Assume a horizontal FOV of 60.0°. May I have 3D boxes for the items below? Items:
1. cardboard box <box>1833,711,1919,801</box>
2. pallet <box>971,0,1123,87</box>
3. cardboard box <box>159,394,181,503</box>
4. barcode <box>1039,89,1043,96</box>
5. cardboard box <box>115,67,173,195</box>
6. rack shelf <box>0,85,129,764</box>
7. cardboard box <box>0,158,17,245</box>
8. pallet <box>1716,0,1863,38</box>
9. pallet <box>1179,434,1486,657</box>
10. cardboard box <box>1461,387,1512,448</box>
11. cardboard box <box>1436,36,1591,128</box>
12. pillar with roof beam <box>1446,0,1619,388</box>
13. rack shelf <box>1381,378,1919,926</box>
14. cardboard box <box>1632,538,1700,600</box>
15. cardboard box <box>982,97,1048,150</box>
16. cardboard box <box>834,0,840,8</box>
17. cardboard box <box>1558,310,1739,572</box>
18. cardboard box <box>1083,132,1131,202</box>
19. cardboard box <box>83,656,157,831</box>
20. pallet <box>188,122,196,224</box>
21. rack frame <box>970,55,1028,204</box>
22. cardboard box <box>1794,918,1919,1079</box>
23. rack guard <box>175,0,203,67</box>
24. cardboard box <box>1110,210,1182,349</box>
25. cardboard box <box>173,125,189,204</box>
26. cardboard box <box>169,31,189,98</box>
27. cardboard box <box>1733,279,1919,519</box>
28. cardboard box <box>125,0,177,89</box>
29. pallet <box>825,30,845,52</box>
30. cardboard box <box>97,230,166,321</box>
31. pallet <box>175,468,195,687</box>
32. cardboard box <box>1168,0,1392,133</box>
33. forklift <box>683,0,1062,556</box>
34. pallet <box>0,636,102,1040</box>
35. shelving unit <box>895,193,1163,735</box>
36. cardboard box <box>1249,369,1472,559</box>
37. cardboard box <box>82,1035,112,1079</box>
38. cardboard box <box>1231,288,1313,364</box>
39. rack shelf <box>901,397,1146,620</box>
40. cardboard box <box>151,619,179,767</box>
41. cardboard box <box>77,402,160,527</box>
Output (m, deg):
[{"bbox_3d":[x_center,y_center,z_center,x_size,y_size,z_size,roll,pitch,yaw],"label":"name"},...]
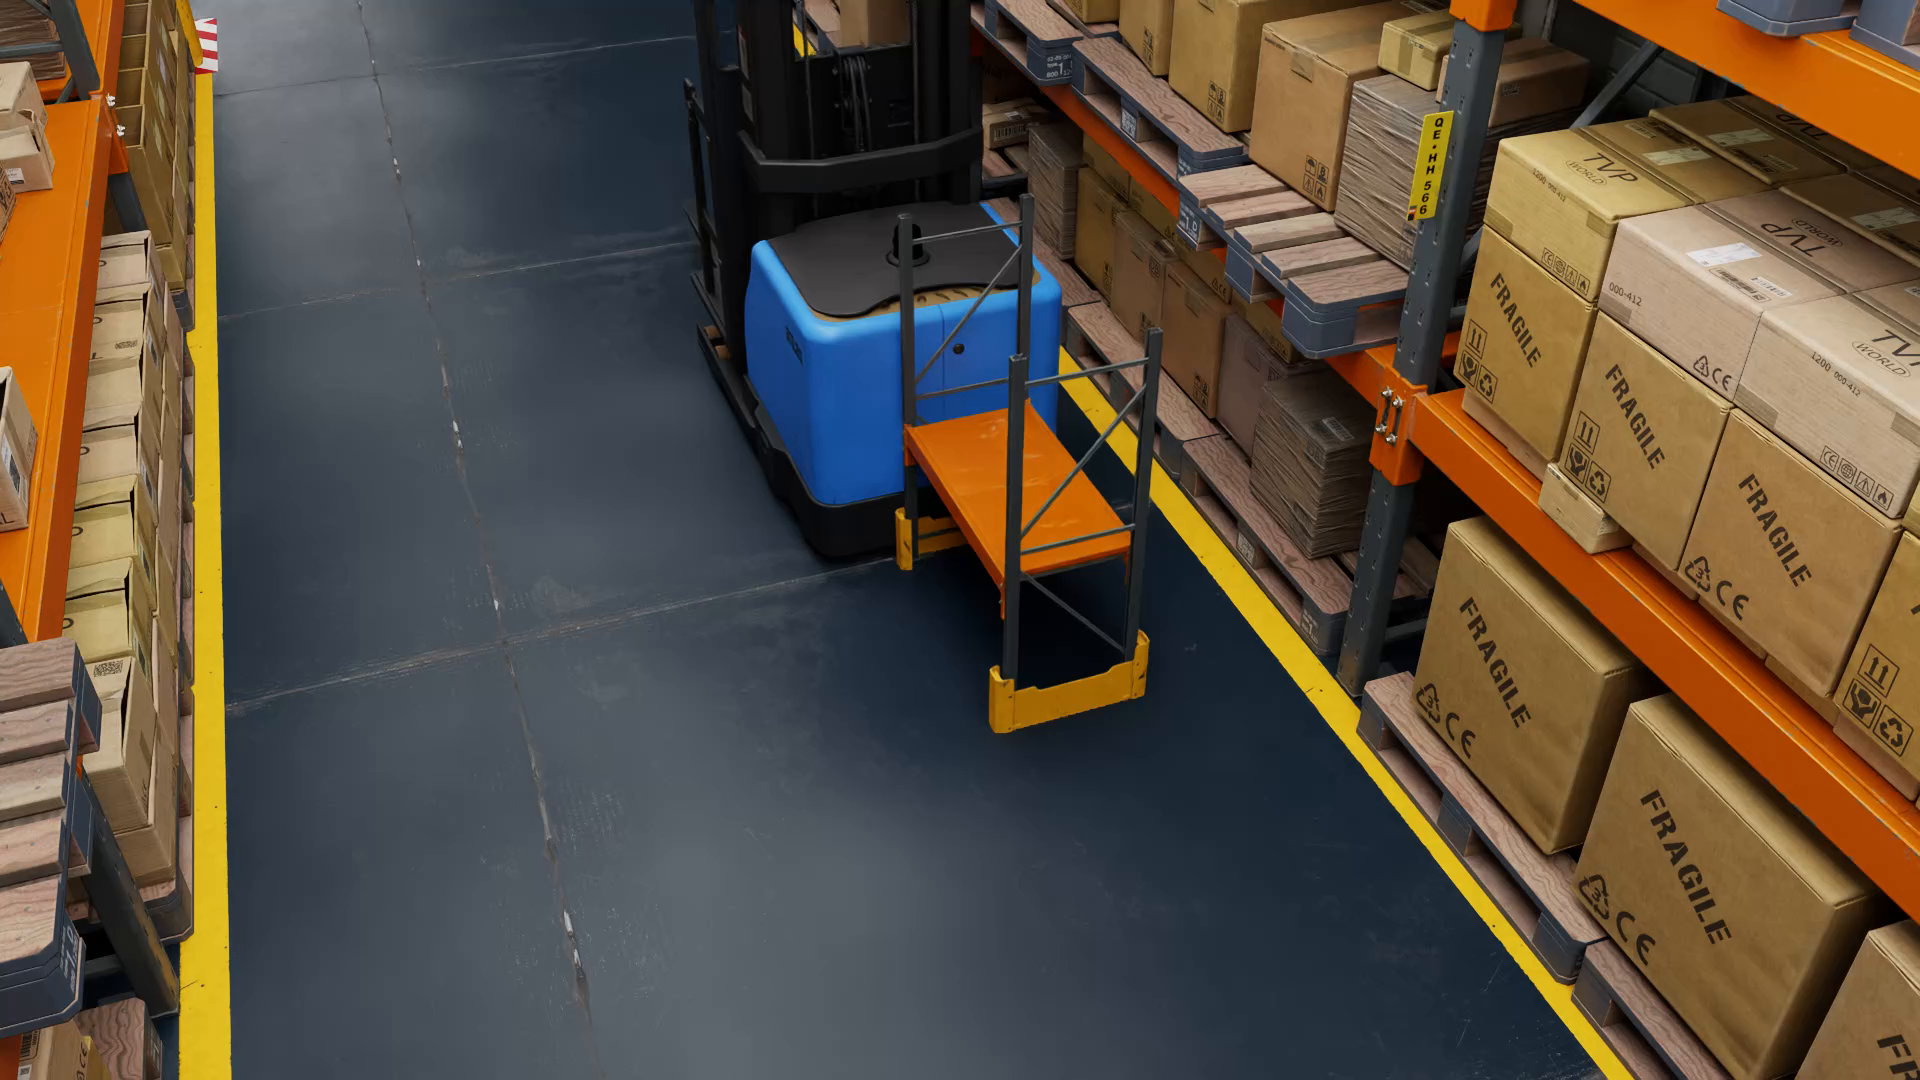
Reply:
[{"bbox_3d":[2.295,0.430,3.878,0.380,0.149,0.250,-12,39,-16],"label":"cardboard box"},{"bbox_3d":[0.611,-2.482,7.711,1.003,0.211,1.213,-12,39,-16],"label":"pallet"},{"bbox_3d":[-3.402,-0.313,6.608,0.500,0.250,0.500,-12,39,-15],"label":"cardboard box"},{"bbox_3d":[0.474,-2.628,9.690,0.001,0.075,0.075,-12,39,-16],"label":"barcode"},{"bbox_3d":[-4.210,-1.969,8.184,0.500,0.500,0.500,-12,39,-16],"label":"cardboard box"},{"bbox_3d":[-3.477,-0.575,5.618,1.077,0.370,4.000,-12,39,-16],"label":"rack shelf"},{"bbox_3d":[-3.735,-1.297,5.896,0.500,0.500,0.500,-10,38,-13],"label":"cardboard box"},{"bbox_3d":[2.132,-1.530,3.953,1.213,0.211,1.003,-11,38,-14],"label":"pallet"},{"bbox_3d":[1.594,-0.088,6.692,1.003,0.211,1.213,-12,39,-16],"label":"pallet"},{"bbox_3d":[1.757,-0.434,5.025,0.380,0.149,0.250,-13,39,-17],"label":"cardboard box"},{"bbox_3d":[1.714,-1.424,5.159,0.380,0.149,0.250,-18,40,-22],"label":"cardboard box"},{"bbox_3d":[-1.816,-3.179,3.491,9.100,9.000,0.400,-12,39,-16],"label":"pillar with roof beam"},{"bbox_3d":[2.549,0.657,3.983,1.077,0.370,4.000,-12,39,-16],"label":"rack shelf"},{"bbox_3d":[2.050,-0.006,4.457,0.380,0.149,0.250,-13,39,-16],"label":"cardboard box"},{"bbox_3d":[0.272,-2.360,9.379,0.380,0.166,0.250,-18,40,-22],"label":"cardboard box"},{"bbox_3d":[-0.542,-3.650,10.972,0.500,0.311,0.500,-9,38,-12],"label":"cardboard box"},{"bbox_3d":[1.959,-0.302,4.311,0.500,0.500,0.500,-11,38,-14],"label":"cardboard box"},{"bbox_3d":[0.908,-1.836,7.784,0.500,0.250,0.500,-13,39,-17],"label":"cardboard box"},{"bbox_3d":[-2.693,0.617,4.908,0.500,0.311,0.500,-11,38,-14],"label":"cardboard box"},{"bbox_3d":[-4.823,-2.027,9.265,1.003,0.211,1.213,-12,39,-16],"label":"pallet"},{"bbox_3d":[0.485,-3.020,8.266,1.000,3.000,0.127,-12,39,-16],"label":"rack frame"},{"bbox_3d":[2.583,1.348,3.905,0.750,0.750,0.750,-11,38,-15],"label":"cardboard box"},{"bbox_3d":[-5.550,-3.267,10.672,1.175,0.500,0.348,-12,39,-16],"label":"rack guard"},{"bbox_3d":[1.116,-1.207,7.571,0.700,0.500,0.500,-12,39,-15],"label":"cardboard box"},{"bbox_3d":[-4.375,-1.954,8.787,0.500,0.250,0.500,-12,39,-16],"label":"cardboard box"},{"bbox_3d":[-4.896,-2.800,9.910,0.500,0.250,0.500,-12,39,-16],"label":"cardboard box"},{"bbox_3d":[2.137,-0.332,3.727,0.500,0.250,0.500,-12,39,-16],"label":"cardboard box"},{"bbox_3d":[-4.720,-2.818,9.311,0.500,0.500,0.500,-12,39,-16],"label":"cardboard box"},{"bbox_3d":[-0.203,-2.969,10.516,1.003,0.211,1.213,-12,39,-16],"label":"pallet"},{"bbox_3d":[-3.757,-1.116,7.209,0.500,0.311,0.500,-12,39,-16],"label":"cardboard box"},{"bbox_3d":[-3.452,0.220,6.283,1.003,0.211,1.213,-12,39,-16],"label":"pallet"},{"bbox_3d":[1.240,-1.939,6.382,0.700,0.500,0.500,-12,39,-16],"label":"cardboard box"},{"bbox_3d":[-0.596,-1.993,6.960,1.130,2.935,3.031,-13,39,-17],"label":"forklift"},{"bbox_3d":[-2.490,0.712,3.471,1.213,0.211,1.003,-12,39,-16],"label":"pallet"},{"bbox_3d":[0.208,-0.278,5.872,0.587,1.500,1.083,-13,39,-17],"label":"shelving unit"},{"bbox_3d":[1.564,-0.334,6.412,0.700,0.500,0.500,-12,39,-15],"label":"cardboard box"},{"bbox_3d":[-2.247,1.570,3.885,0.500,0.500,0.500,-11,38,-14],"label":"cardboard box"},{"bbox_3d":[1.427,-0.968,6.631,0.500,0.250,0.500,-12,39,-15],"label":"cardboard box"},{"bbox_3d":[0.205,-0.139,5.987,0.538,0.185,1.000,-13,39,-17],"label":"rack shelf"},{"bbox_3d":[-2.867,0.557,5.453,0.500,0.250,0.500,-13,39,-17],"label":"cardboard box"},{"bbox_3d":[-3.233,-0.257,6.068,0.500,0.311,0.500,-13,39,-17],"label":"cardboard box"}]
